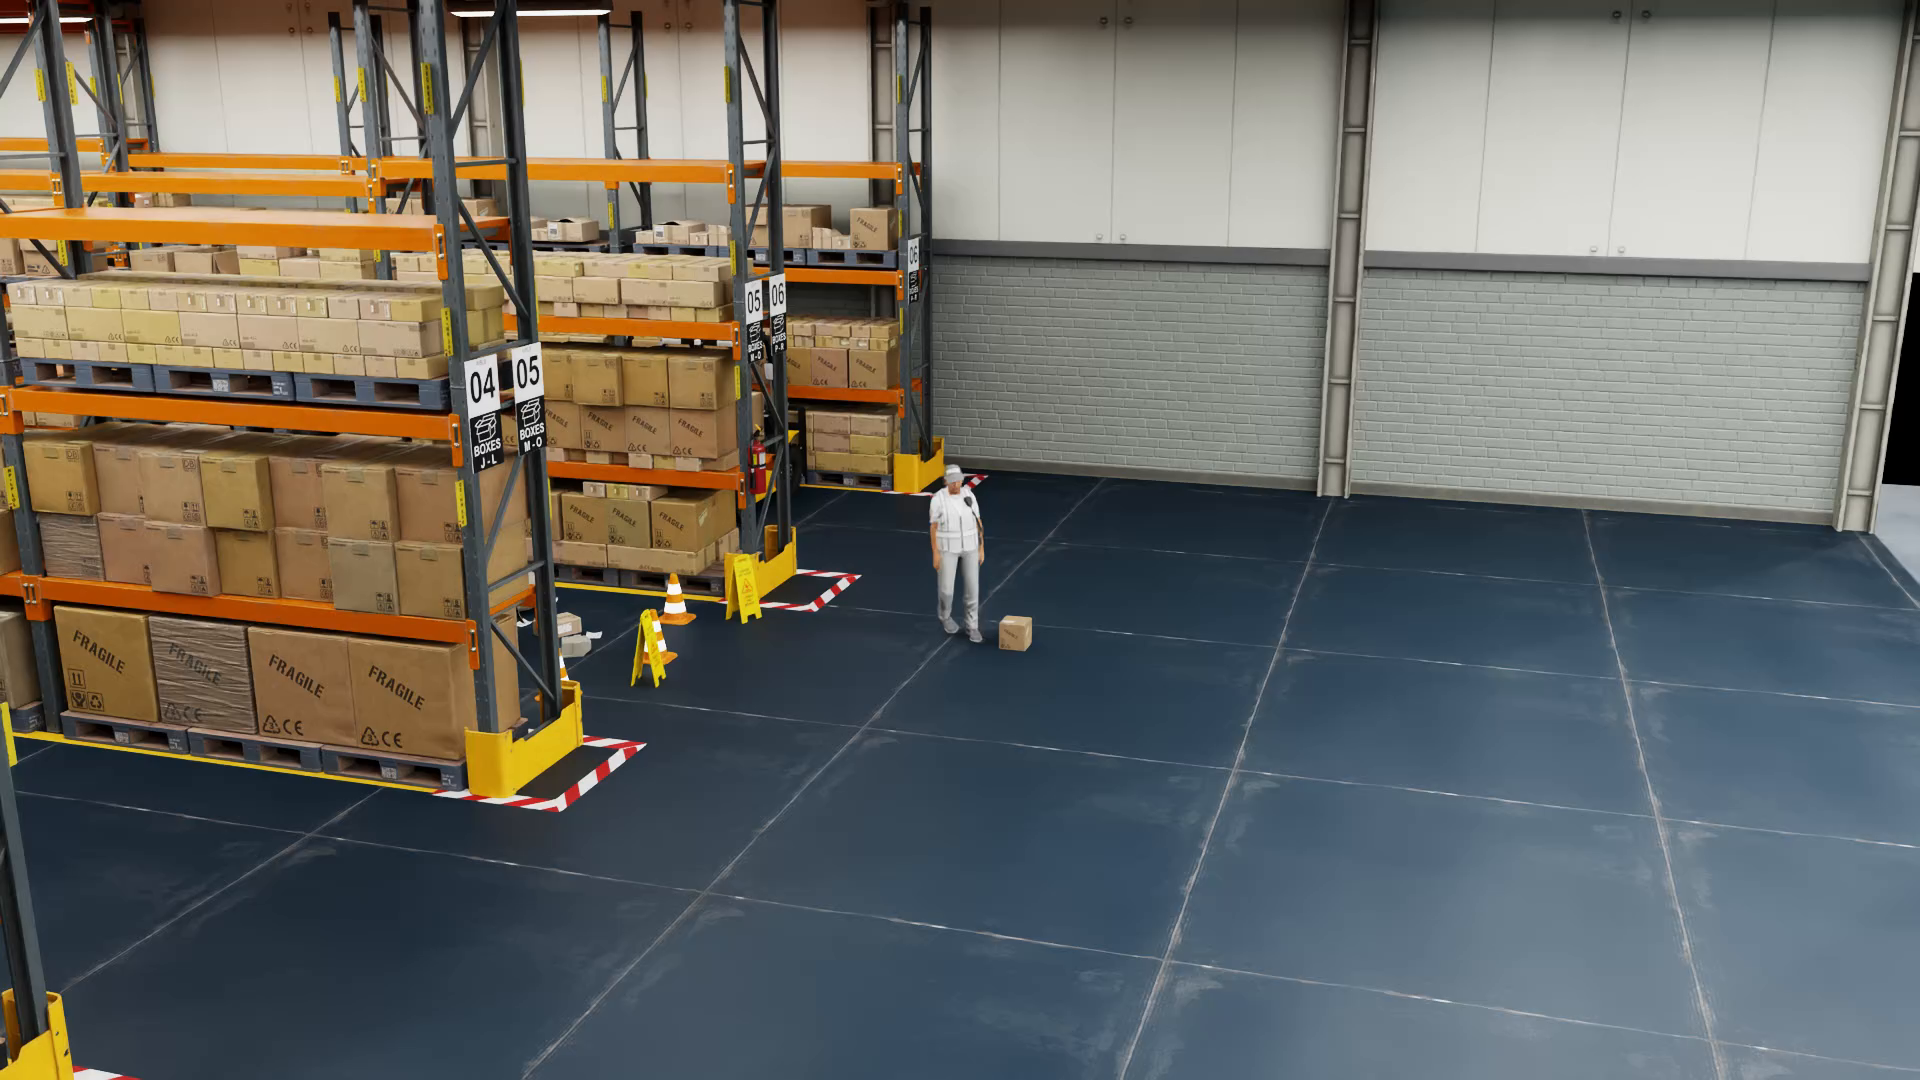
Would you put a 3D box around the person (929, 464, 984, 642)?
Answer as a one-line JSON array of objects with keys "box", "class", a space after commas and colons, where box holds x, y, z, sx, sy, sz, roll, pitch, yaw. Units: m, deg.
[{"box": [-0.015, 0.117, 15.514, 0.507, 1.658, 0.472, -5, 16, -19], "class": "person"}]
